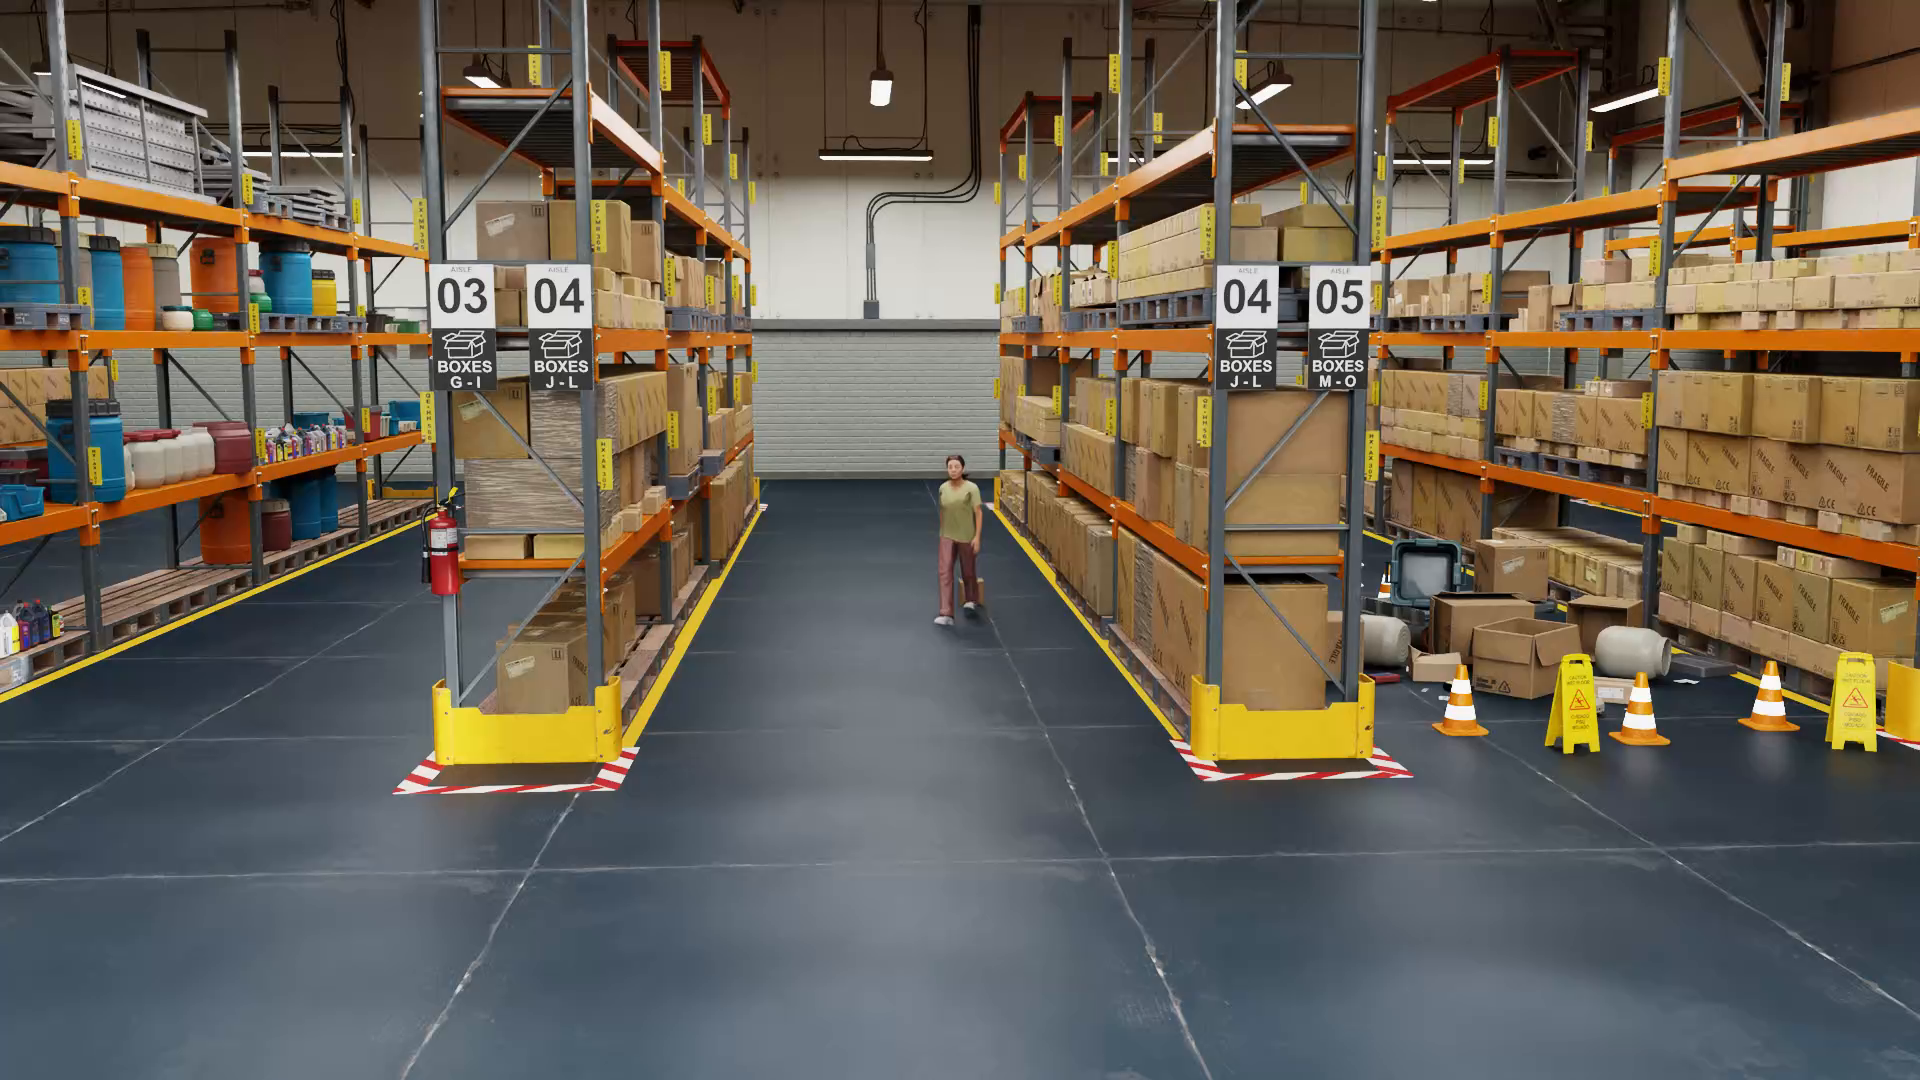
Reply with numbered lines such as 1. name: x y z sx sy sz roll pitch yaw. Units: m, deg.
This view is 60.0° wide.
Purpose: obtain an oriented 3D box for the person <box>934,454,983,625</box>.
1. person: 0.003 -0.006 16.015 0.463 1.590 1.047 2 7 14
